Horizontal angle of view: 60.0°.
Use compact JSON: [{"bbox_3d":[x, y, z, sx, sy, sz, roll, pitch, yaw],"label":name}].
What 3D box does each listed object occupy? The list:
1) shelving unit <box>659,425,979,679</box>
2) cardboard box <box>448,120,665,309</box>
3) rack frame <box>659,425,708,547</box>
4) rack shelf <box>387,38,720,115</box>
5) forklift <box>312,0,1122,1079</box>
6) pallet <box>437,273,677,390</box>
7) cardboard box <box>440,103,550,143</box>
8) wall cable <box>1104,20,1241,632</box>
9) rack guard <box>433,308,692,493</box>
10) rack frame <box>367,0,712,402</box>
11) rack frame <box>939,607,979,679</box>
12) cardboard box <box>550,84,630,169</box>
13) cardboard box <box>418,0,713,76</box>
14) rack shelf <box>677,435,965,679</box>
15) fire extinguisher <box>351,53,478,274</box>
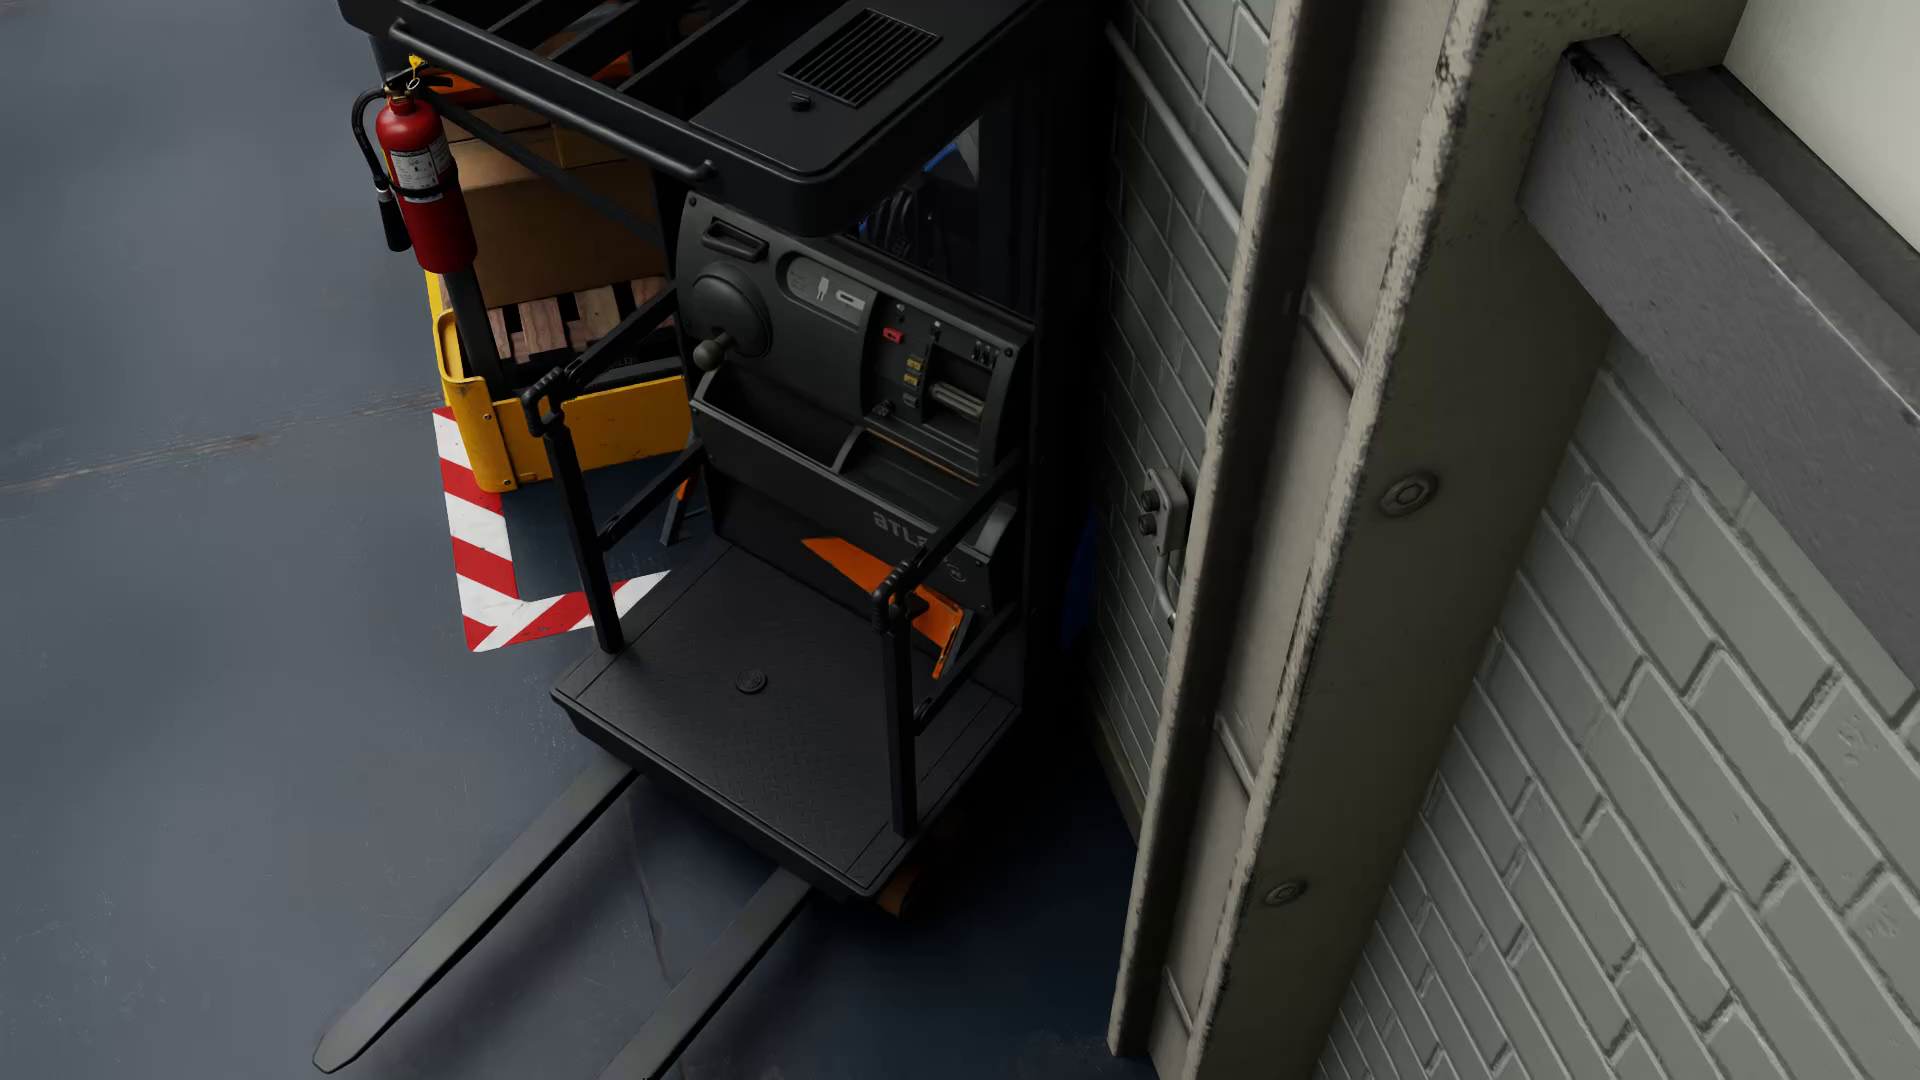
[{"bbox_3d":[-0.185,-0.231,4.676,1.048,1.125,0.538,35,34,22],"label":"shelving unit"},{"bbox_3d":[-1.353,-1.199,5.659,0.700,0.500,0.500,-13,51,-11],"label":"cardboard box"},{"bbox_3d":[-0.568,-0.504,4.869,0.032,1.125,0.500,35,34,22],"label":"rack frame"},{"bbox_3d":[-1.642,-2.609,5.958,1.077,0.370,4.000,-13,51,-11],"label":"rack shelf"},{"bbox_3d":[-0.391,-0.375,3.649,1.130,2.935,3.031,28,55,22],"label":"forklift"},{"bbox_3d":[-1.362,-1.048,5.995,1.003,0.211,1.213,-13,51,-11],"label":"pallet"},{"bbox_3d":[-1.565,-1.460,5.455,0.380,0.149,0.250,-14,51,-11],"label":"cardboard box"},{"bbox_3d":[0.231,-0.986,3.455,0.084,1.984,1.851,-13,51,-11],"label":"wall cable"},{"bbox_3d":[-1.044,-0.557,5.393,1.175,0.500,0.348,-13,51,-11],"label":"rack guard"},{"bbox_3d":[-1.051,-1.380,4.452,1.000,3.000,0.127,-13,51,-11],"label":"rack frame"},{"bbox_3d":[0.198,0.042,4.484,0.032,1.125,0.500,35,34,22],"label":"rack frame"},{"bbox_3d":[-1.125,-1.362,5.372,0.380,0.149,0.250,-13,51,-11],"label":"cardboard box"},{"bbox_3d":[-1.211,-1.847,4.649,0.980,0.700,0.700,-11,51,-9],"label":"cardboard box"},{"bbox_3d":[-0.261,-0.035,4.802,1.000,0.278,0.538,35,34,22],"label":"rack shelf"},{"bbox_3d":[-1.447,-1.021,4.443,0.296,0.674,0.183,-13,51,-11],"label":"fire extinguisher"}]
